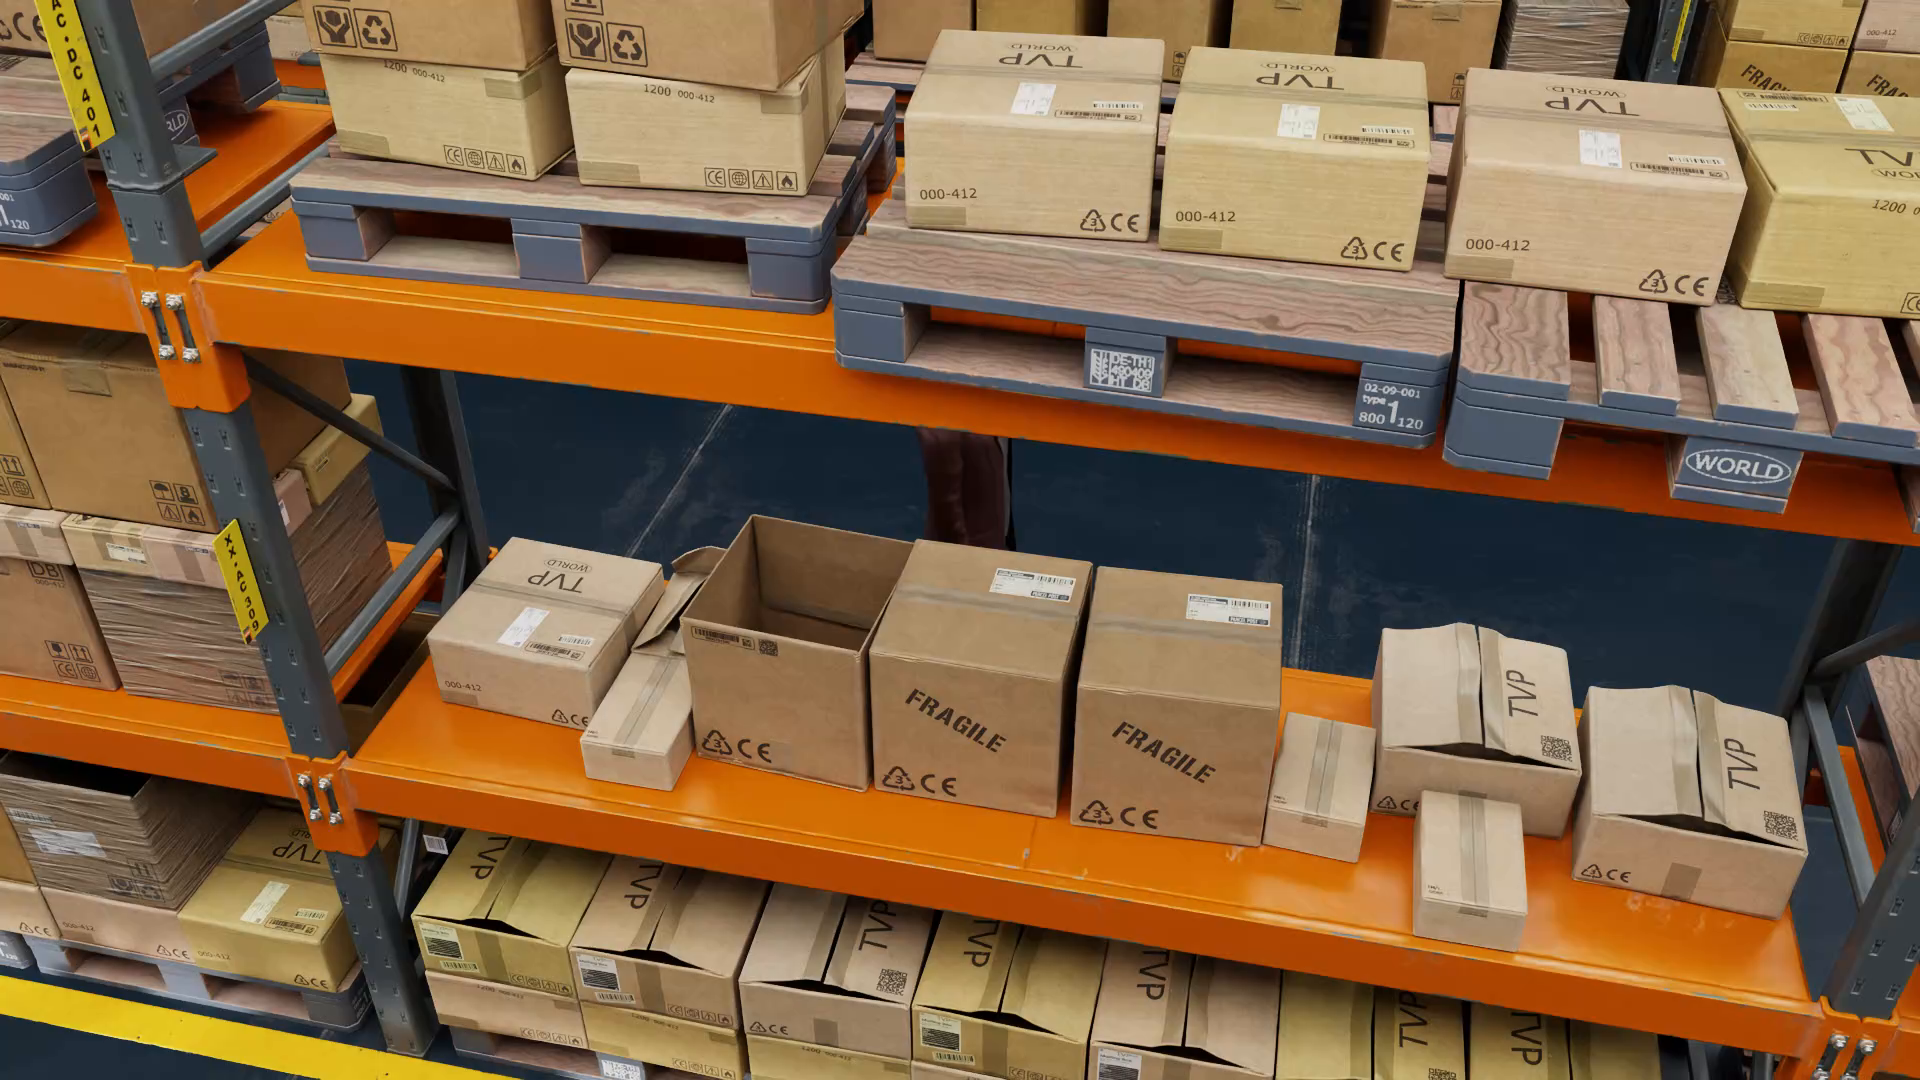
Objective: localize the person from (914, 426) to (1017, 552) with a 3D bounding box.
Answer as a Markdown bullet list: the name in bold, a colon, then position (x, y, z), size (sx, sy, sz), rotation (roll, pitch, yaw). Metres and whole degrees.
- **person**: position (0.044, -0.045, 6.228), size (0.381, 1.779, 0.561), rotation (8, 37, 11)
